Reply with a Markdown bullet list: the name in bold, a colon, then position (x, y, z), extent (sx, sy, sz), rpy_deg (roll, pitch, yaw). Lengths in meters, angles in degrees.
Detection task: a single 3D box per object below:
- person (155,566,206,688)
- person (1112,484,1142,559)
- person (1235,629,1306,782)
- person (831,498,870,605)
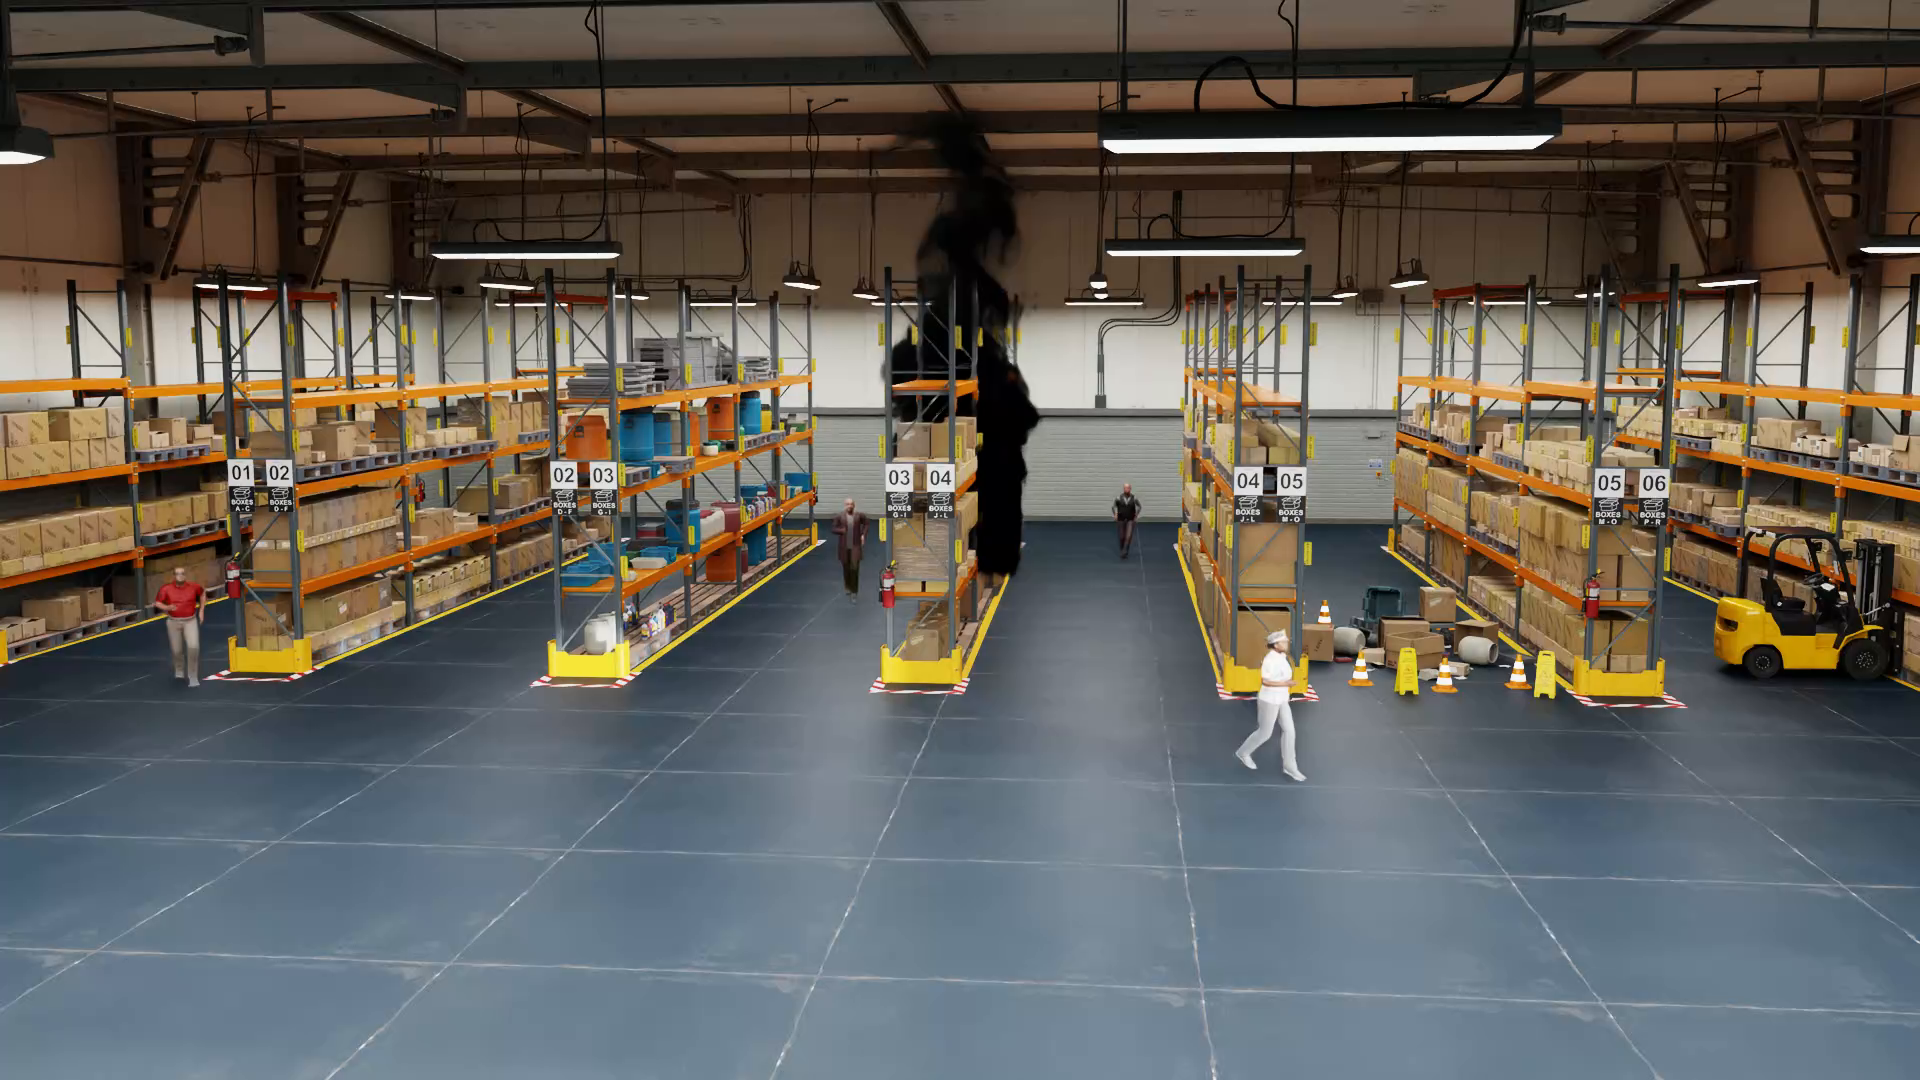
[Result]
- **person**: position (-11.277, 1.247, 24.108), extent (0.680, 1.769, 0.848), rpy_deg (-3, 8, -26)
- **person**: position (3.818, -0.442, 38.085), extent (0.679, 1.696, 0.725), rpy_deg (1, 7, 7)
- **person**: position (3.544, 1.867, 18.977), extent (0.862, 1.730, 0.560), rpy_deg (5, 9, 37)
- **person**: position (-1.990, 0.196, 30.153), extent (0.685, 1.903, 0.770), rpy_deg (0, 7, 0)
